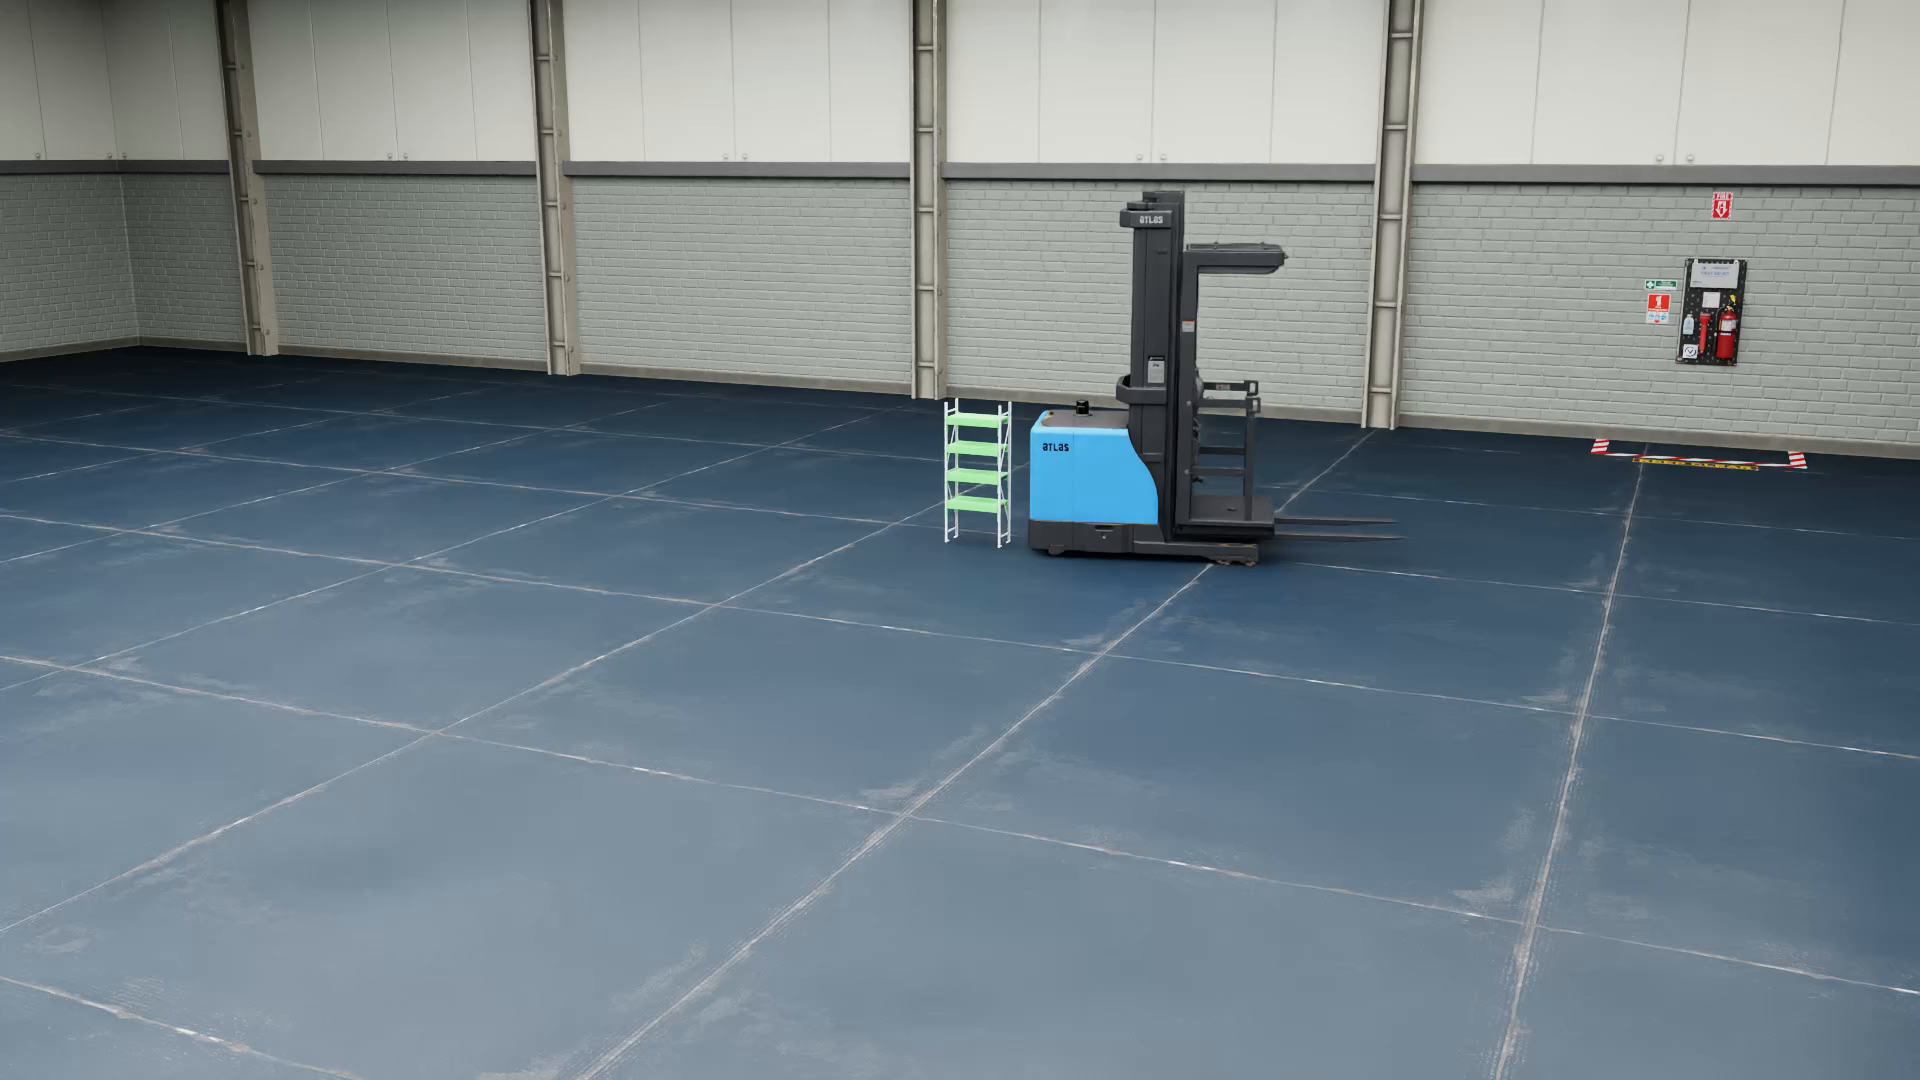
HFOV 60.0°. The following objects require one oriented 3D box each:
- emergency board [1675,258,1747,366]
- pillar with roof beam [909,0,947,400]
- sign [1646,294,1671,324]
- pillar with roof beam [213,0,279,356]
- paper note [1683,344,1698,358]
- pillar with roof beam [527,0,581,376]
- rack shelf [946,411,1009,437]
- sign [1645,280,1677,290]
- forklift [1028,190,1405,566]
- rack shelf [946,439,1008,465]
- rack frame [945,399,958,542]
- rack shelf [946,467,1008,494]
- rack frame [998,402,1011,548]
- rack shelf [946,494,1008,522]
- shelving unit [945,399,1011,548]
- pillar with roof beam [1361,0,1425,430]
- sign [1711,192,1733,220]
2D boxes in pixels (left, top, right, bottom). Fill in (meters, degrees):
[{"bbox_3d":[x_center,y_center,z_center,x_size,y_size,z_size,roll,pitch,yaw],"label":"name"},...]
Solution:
[{"bbox_3d":[8.315,-2.511,18.391,0.643,1.169,0.194,6,14,23],"label":"emergency board"},{"bbox_3d":[-2.157,-5.407,17.598,0.400,9.000,9.100,6,14,23],"label":"pillar with roof beam"},{"bbox_3d":[7.851,-2.601,18.697,0.234,0.329,0.001,6,14,23],"label":"sign"},{"bbox_3d":[-13.128,-6.517,22.330,0.400,9.000,9.100,6,14,23],"label":"pillar with roof beam"},{"bbox_3d":[8.181,-2.113,18.623,0.142,0.148,0.016,6,14,23],"label":"paper note"},{"bbox_3d":[-7.643,-5.962,19.964,0.400,9.000,9.100,6,14,23],"label":"pillar with roof beam"},{"bbox_3d":[0.151,-0.974,13.957,0.480,0.148,0.258,6,14,23],"label":"rack shelf"},{"bbox_3d":[7.851,-2.857,18.627,0.331,0.109,0.001,6,14,23],"label":"sign"},{"bbox_3d":[2.122,-1.352,13.600,3.031,2.935,1.130,2,13,9],"label":"forklift"},{"bbox_3d":[0.151,-0.740,14.012,0.480,0.148,0.258,6,14,23],"label":"rack shelf"},{"bbox_3d":[-0.072,-0.591,14.149,0.015,1.200,0.240,6,14,23],"label":"rack frame"},{"bbox_3d":[0.151,-0.507,14.067,0.480,0.148,0.258,6,14,23],"label":"rack shelf"},{"bbox_3d":[0.374,-0.546,13.956,0.015,1.200,0.240,6,14,23],"label":"rack frame"},{"bbox_3d":[0.151,-0.273,14.122,0.480,0.148,0.258,6,14,23],"label":"rack shelf"},{"bbox_3d":[0.151,-0.569,14.052,0.503,1.200,0.258,6,14,23],"label":"shelving unit"},{"bbox_3d":[3.329,-4.851,15.232,0.400,9.000,9.100,6,14,23],"label":"pillar with roof beam"},{"bbox_3d":[8.347,-3.662,18.218,0.199,0.298,0.001,6,14,23],"label":"sign"}]
